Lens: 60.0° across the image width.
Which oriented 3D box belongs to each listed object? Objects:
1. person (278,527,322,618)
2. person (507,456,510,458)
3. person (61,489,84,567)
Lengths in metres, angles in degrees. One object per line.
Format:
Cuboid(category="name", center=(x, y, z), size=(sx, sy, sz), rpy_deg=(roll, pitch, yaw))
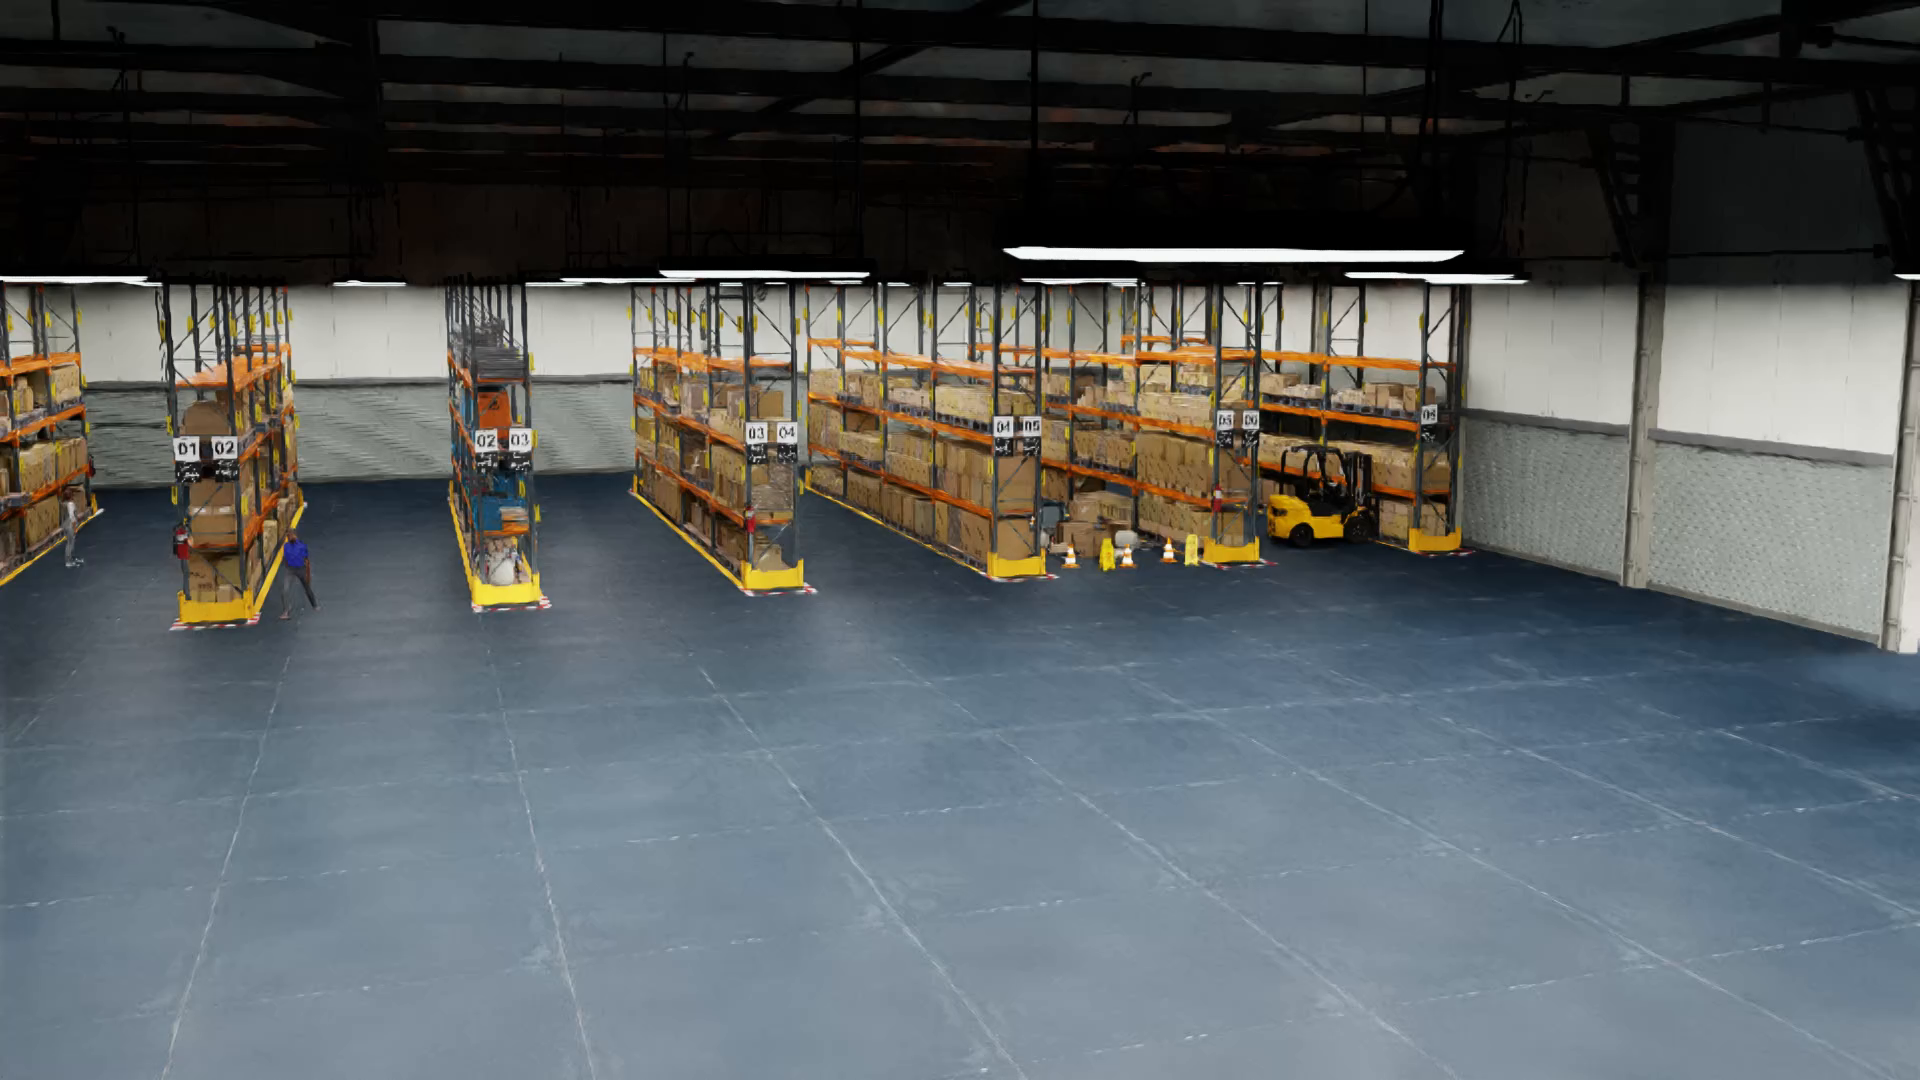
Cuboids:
Cuboid(category="person", center=(-11.612, 0.577, 29.187), size=(0.501, 1.529, 0.944), rpy_deg=(0, 9, 1))
Cuboid(category="person", center=(-13.411, -2.606, 49.705), size=(0.604, 1.668, 0.447), rpy_deg=(6, 11, 36))
Cuboid(category="person", center=(-18.388, -0.265, 34.441), size=(0.420, 1.602, 0.506), rpy_deg=(-8, 12, -42))
